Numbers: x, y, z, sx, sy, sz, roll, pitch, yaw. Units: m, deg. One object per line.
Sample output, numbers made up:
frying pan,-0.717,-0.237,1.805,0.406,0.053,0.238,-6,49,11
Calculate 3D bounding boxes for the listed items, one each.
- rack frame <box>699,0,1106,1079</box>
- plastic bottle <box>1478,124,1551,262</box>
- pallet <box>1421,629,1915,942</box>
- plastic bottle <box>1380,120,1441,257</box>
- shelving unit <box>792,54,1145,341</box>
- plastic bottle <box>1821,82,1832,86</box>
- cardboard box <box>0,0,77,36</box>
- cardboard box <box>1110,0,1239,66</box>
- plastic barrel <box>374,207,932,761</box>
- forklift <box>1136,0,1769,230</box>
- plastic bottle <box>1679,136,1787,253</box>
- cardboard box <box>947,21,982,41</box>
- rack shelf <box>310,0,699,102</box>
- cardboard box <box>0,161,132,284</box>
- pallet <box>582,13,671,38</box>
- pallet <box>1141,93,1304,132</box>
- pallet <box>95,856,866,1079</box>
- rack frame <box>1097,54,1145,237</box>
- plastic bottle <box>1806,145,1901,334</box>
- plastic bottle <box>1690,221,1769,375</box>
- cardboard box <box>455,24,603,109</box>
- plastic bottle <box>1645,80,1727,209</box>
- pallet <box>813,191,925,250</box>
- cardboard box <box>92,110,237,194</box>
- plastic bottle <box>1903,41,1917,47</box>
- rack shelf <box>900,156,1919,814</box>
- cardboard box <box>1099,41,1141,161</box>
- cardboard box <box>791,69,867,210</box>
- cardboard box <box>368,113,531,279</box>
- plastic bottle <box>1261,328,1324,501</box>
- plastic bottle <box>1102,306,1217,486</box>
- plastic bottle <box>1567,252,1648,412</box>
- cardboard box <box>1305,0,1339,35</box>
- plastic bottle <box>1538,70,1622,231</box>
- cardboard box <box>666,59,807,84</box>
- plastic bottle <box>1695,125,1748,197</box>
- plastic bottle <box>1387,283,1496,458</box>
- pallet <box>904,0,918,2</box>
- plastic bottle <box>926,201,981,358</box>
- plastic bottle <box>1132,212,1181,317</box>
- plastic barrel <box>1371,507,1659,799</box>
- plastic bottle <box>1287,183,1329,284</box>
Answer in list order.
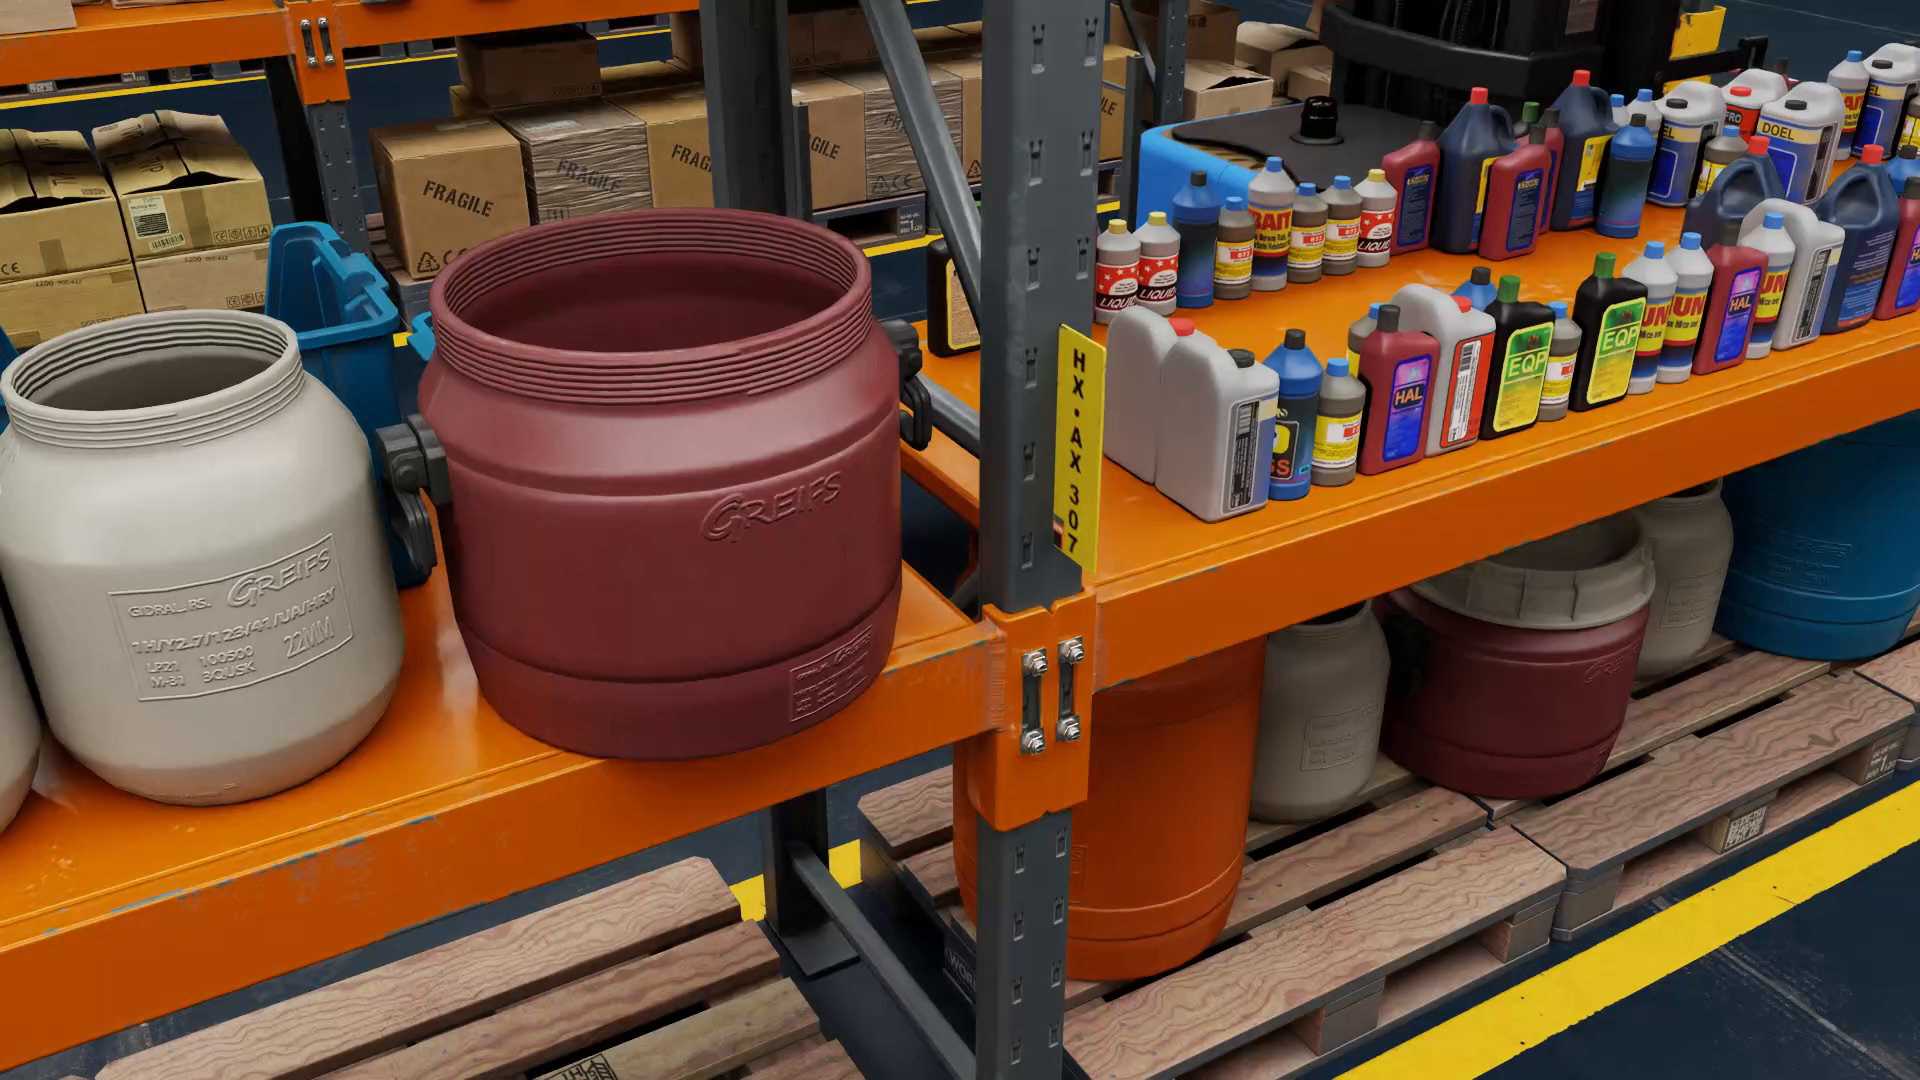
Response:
rack frame,-0.129,-0.272,2.639,0.127,3.000,1.000,-16,33,-26
plastic bottle,1.221,-0.763,3.649,0.133,0.283,0.061,-16,33,-26
pallet,1.580,0.442,4.231,1.213,0.211,1.003,-16,33,-26
plastic bottle,0.989,-0.778,3.675,0.133,0.283,0.061,-16,33,-26
shelving unit,-0.066,-0.638,4.854,1.083,1.500,0.587,-16,33,-26
plastic bottle,2.214,-1.079,4.307,0.097,0.201,0.097,0,29,0
cardboard box,-3.271,-1.891,5.833,0.250,0.149,0.380,-16,33,-26
cardboard box,1.161,-2.672,9.118,0.500,0.500,0.500,-16,33,-26
plastic barrel,-0.376,-0.092,2.171,0.708,0.536,0.600,-16,33,-26
forklift,2.091,-1.858,5.583,3.031,2.935,1.130,-16,33,-26
plastic bottle,1.550,-0.629,3.337,0.185,0.351,0.144,-16,33,-26
cardboard box,0.273,-2.397,8.621,0.500,0.500,0.500,-17,33,-29
rack shelf,-0.911,-2.511,7.440,4.000,0.370,1.077,-16,33,-26
cardboard box,-3.407,-1.201,6.153,0.500,0.311,0.500,-16,33,-27
pallet,-2.327,-3.937,12.166,1.213,0.211,1.003,-16,33,-26
pallet,1.406,-2.262,9.131,1.213,0.211,1.003,-16,33,-26
pallet,-0.817,1.122,2.998,1.213,0.211,1.003,-16,33,-26
rack frame,0.365,-0.760,5.075,0.032,1.500,0.500,-16,33,-26
plastic bottle,1.743,-0.599,3.282,0.185,0.351,0.144,-16,33,-26
plastic bottle,1.427,-0.456,3.093,0.133,0.283,0.061,-16,33,-26
cardboard box,-1.902,-2.105,7.316,0.500,0.250,0.500,-15,32,-24
plastic bottle,1.729,-0.959,4.012,0.135,0.276,0.152,-16,33,-26
pallet,-0.922,-1.579,7.894,1.213,0.211,1.003,-16,33,-26
cardboard box,-3.236,-1.556,6.796,0.500,0.311,0.500,-15,32,-25
plastic bottle,2.498,-1.191,4.436,0.097,0.271,0.097,0,29,0
rack shelf,1.595,-0.447,3.700,4.000,0.370,1.077,-16,33,-26
cardboard box,0.533,-2.174,8.216,0.500,0.500,0.500,-16,33,-27
cardboard box,-0.767,-1.808,7.554,0.500,0.500,0.500,-17,33,-28
cardboard box,-2.098,-1.427,6.863,0.500,0.500,0.500,-14,32,-24
plastic bottle,0.521,-0.204,2.649,0.097,0.271,0.097,0,29,0
plastic bottle,0.331,-0.253,2.732,0.135,0.276,0.152,-16,33,-26
plastic bottle,1.144,-0.376,2.947,0.133,0.283,0.061,-16,33,-26
cardboard box,2.430,-2.877,9.488,0.637,0.503,0.797,-16,33,-26
plastic bottle,1.422,-0.907,3.839,0.185,0.351,0.144,-16,33,-26
cardboard box,-1.052,-2.019,7.936,0.500,0.500,0.500,-17,33,-28
plastic bottle,1.808,-0.879,3.944,0.097,0.201,0.097,0,29,0
plastic bottle,0.807,-0.302,2.822,0.135,0.276,0.152,-16,33,-26
pallet,-1.004,-4.311,12.843,1.213,0.211,1.003,-16,33,-26
plastic bottle,0.003,-0.498,3.168,0.133,0.283,0.061,-16,33,-26
plastic bottle,0.395,-0.563,3.371,0.097,0.201,0.097,0,29,0
plastic barrel,1.258,0.196,3.851,0.708,0.588,0.600,-16,33,-26
plastic bottle,0.731,-0.658,3.544,0.097,0.201,0.097,0,29,0
